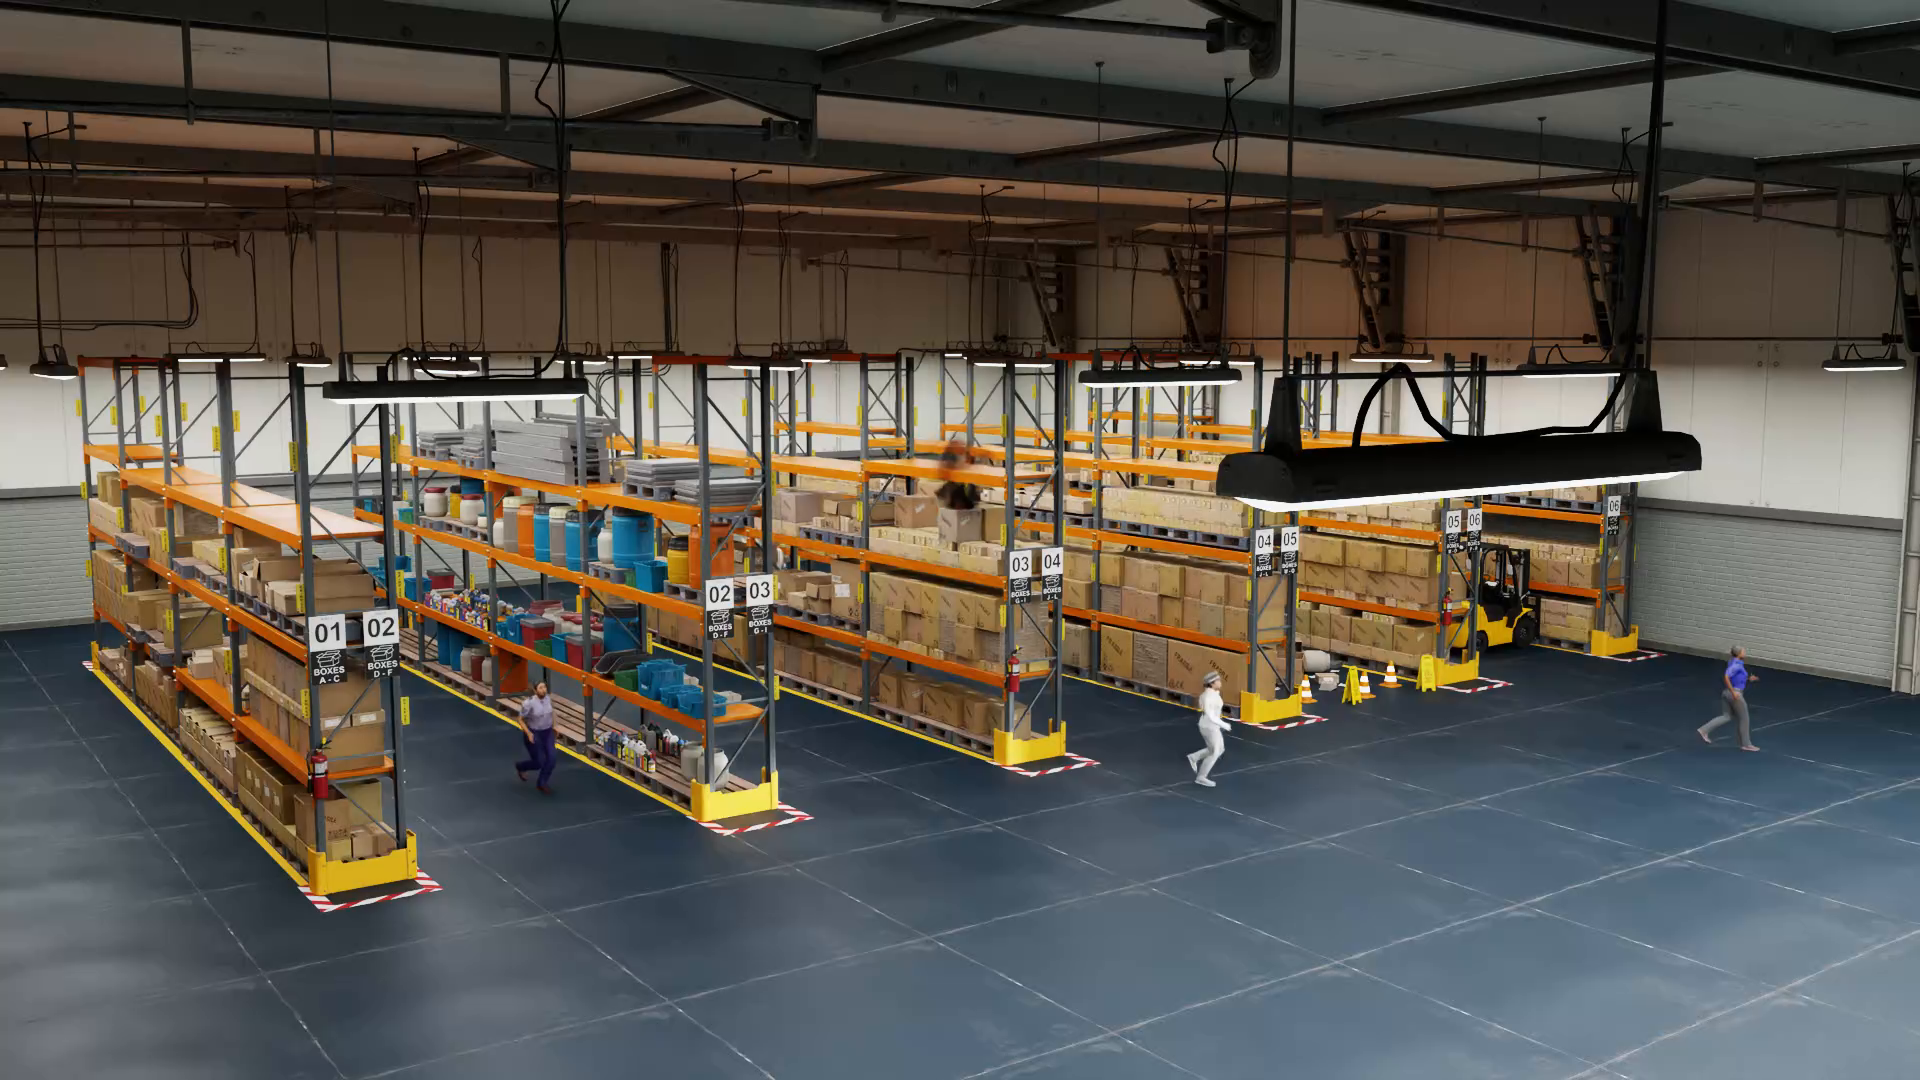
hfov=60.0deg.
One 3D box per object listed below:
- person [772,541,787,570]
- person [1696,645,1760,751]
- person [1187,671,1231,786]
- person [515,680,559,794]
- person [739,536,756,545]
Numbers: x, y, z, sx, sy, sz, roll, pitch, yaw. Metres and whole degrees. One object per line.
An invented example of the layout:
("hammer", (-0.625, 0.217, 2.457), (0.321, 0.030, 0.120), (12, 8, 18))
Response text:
("person", (-4.275, 0.843, 37.990), (0.694, 1.826, 0.931), (-4, 8, -28))
("person", (11.828, 2.409, 25.483), (0.893, 1.639, 0.576), (1, 7, 10))
("person", (3.545, 2.661, 23.630), (0.615, 1.662, 0.637), (1, 7, 9))
("person", (-5.936, 2.734, 23.300), (0.585, 1.603, 0.593), (6, 9, 39))
("person", (-5.311, 0.524, 41.049), (0.639, 1.644, 0.951), (4, 8, 32))
